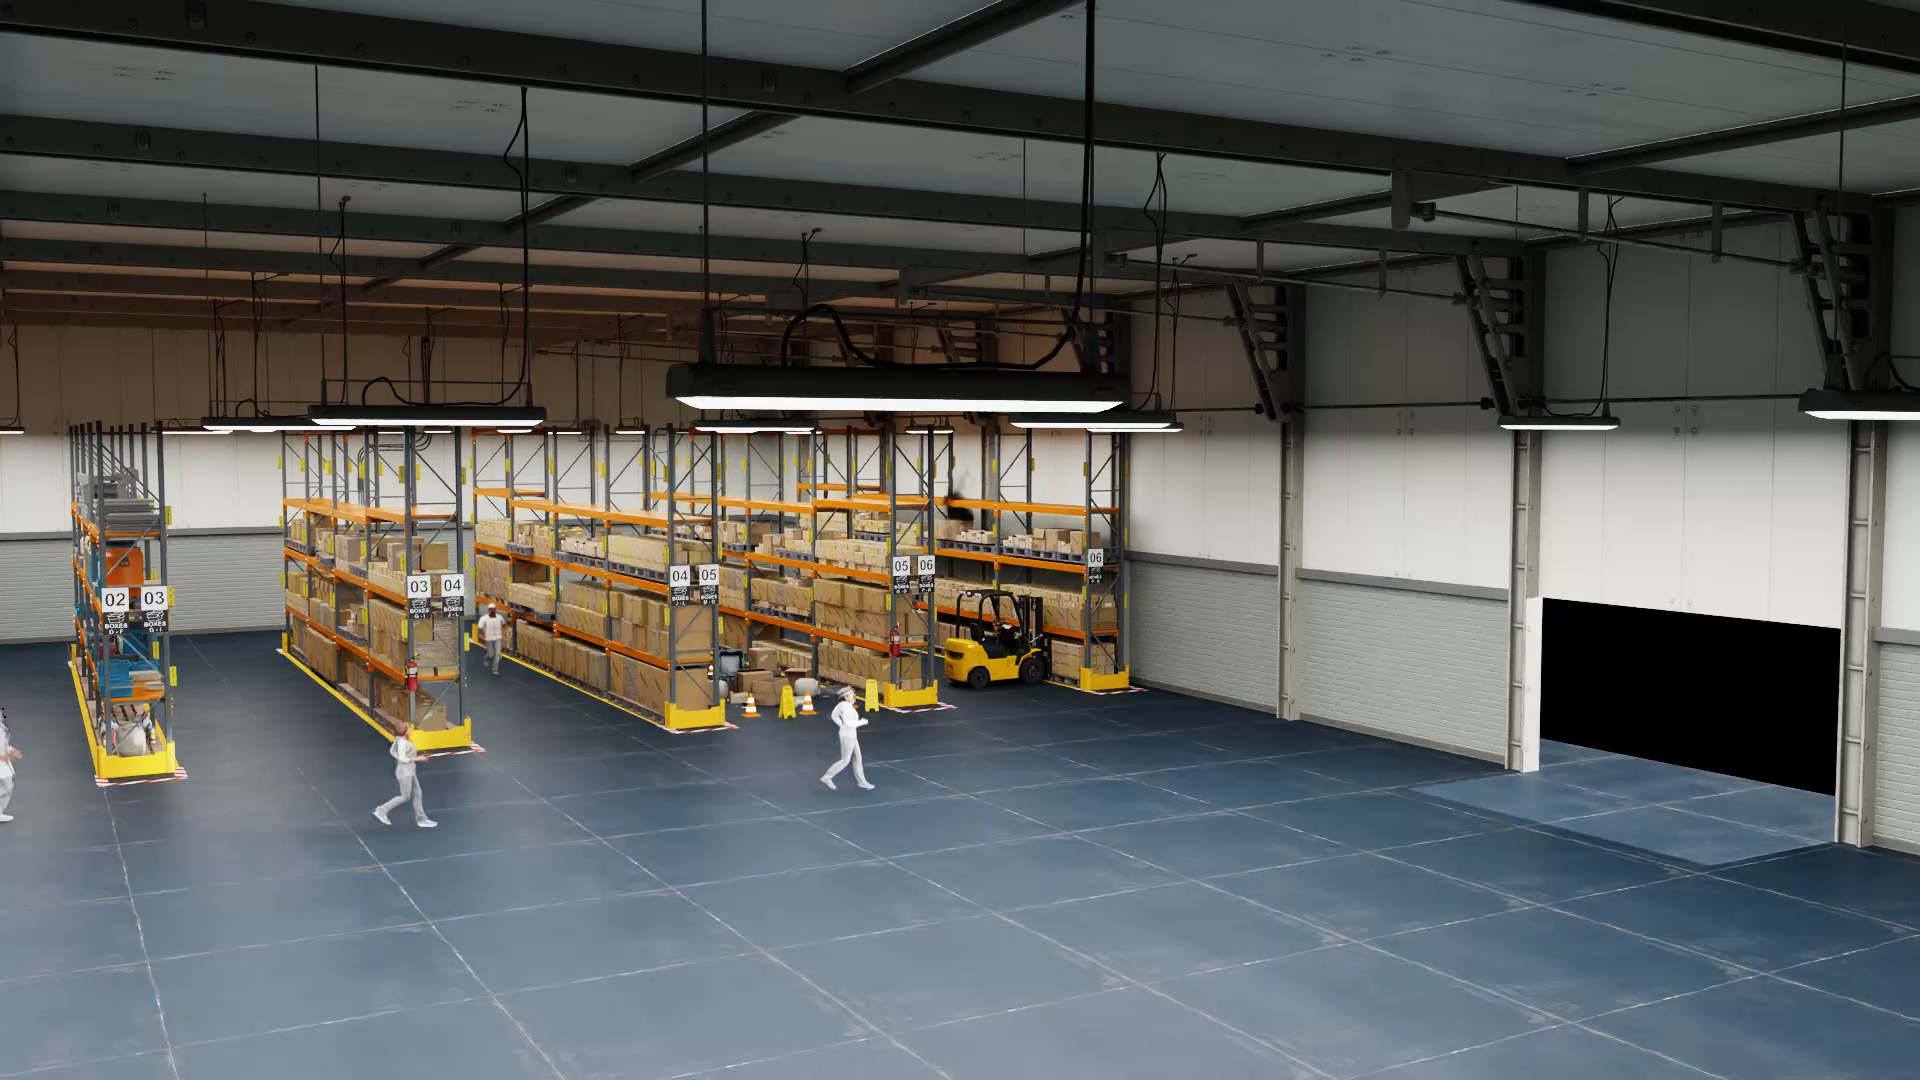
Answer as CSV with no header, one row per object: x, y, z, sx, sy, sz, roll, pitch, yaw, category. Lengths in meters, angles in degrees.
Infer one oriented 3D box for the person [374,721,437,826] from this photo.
-8.066,3.412,24.170,0.867,1.574,0.541,-1,4,-15,person

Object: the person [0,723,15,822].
-14.326,3.426,24.719,0.547,1.527,0.694,-1,4,-8,person

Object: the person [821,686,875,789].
-1.794,3.190,26.798,0.846,1.684,0.616,0,4,-7,person

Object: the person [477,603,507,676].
-11.262,2.390,40.138,0.712,1.733,0.832,-2,4,-31,person
